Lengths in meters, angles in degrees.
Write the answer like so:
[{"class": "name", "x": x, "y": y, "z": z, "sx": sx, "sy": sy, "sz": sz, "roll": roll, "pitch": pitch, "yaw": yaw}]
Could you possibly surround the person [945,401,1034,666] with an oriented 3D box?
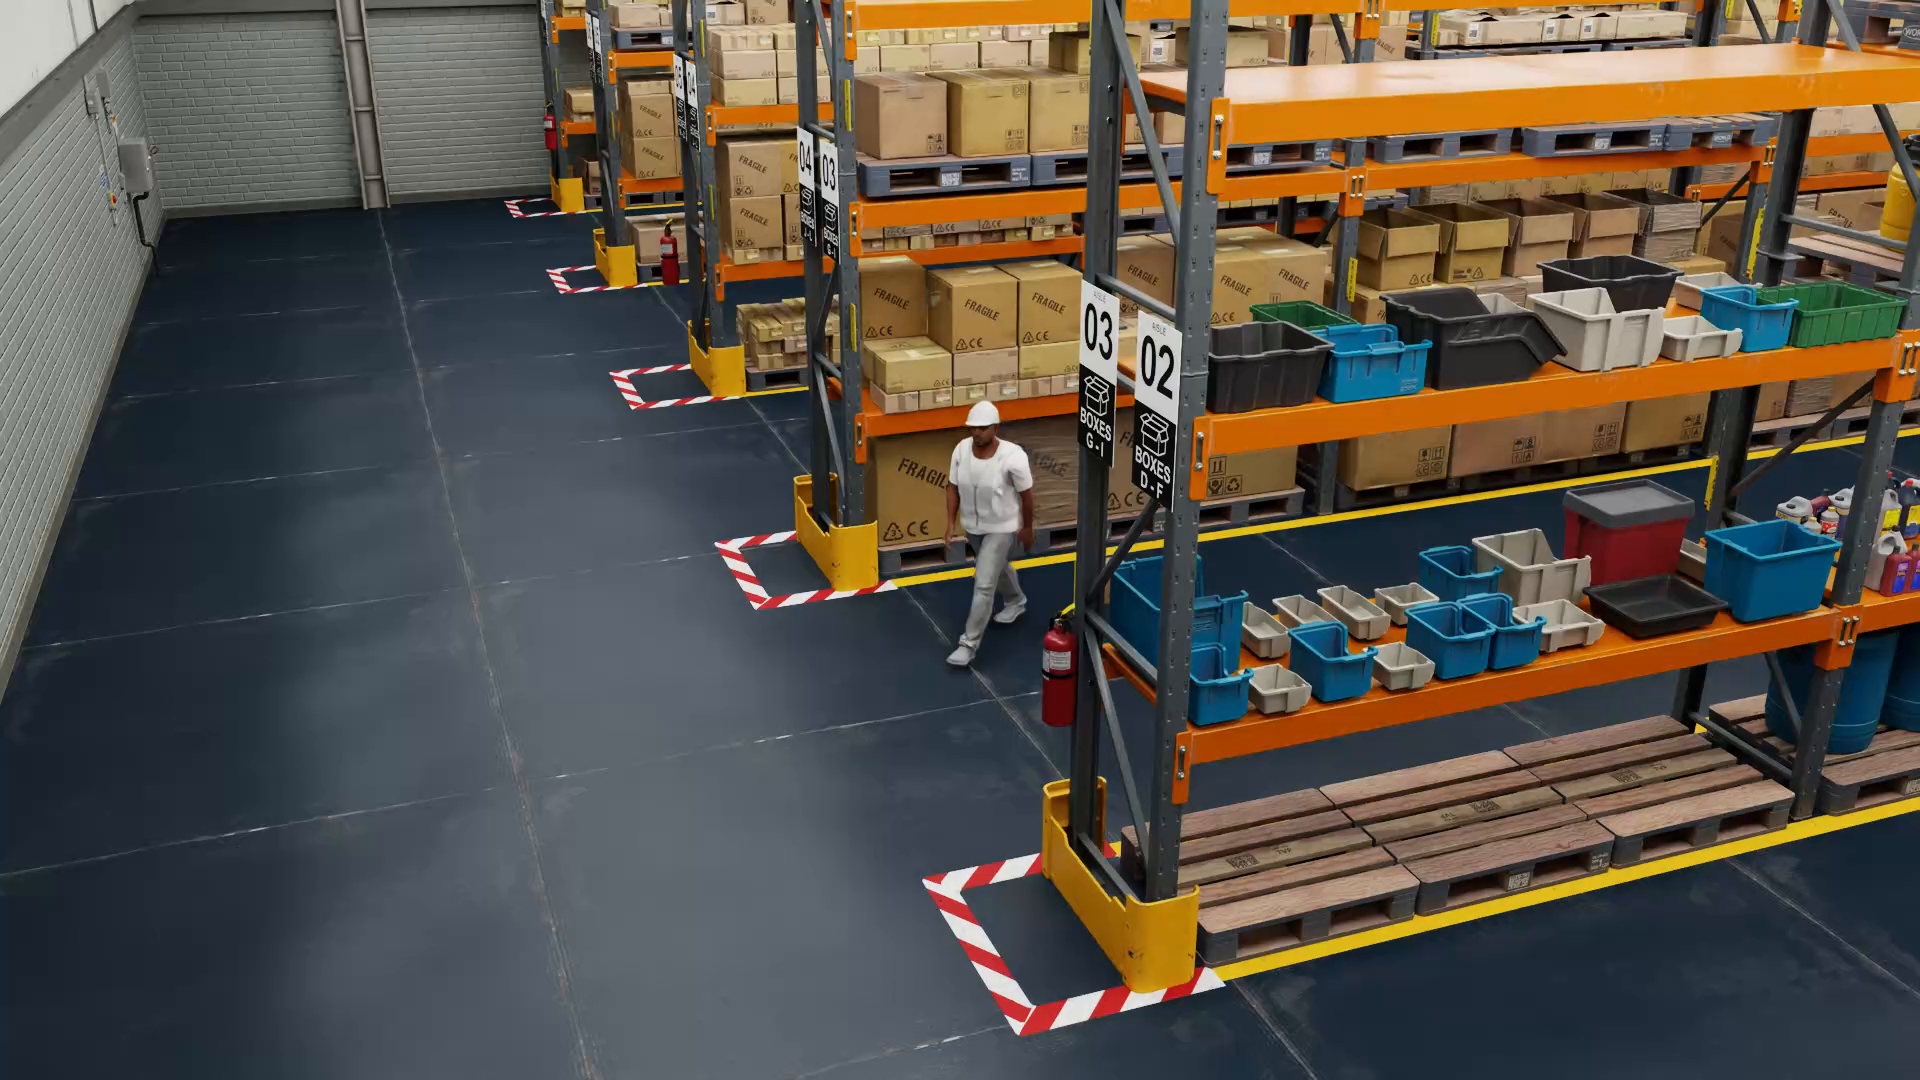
[{"class": "person", "x": 0.152, "y": -0.097, "z": 11.043, "sx": 0.564, "sy": 1.704, "sz": 1.070, "roll": 16, "pitch": 27, "yaw": 34}]
